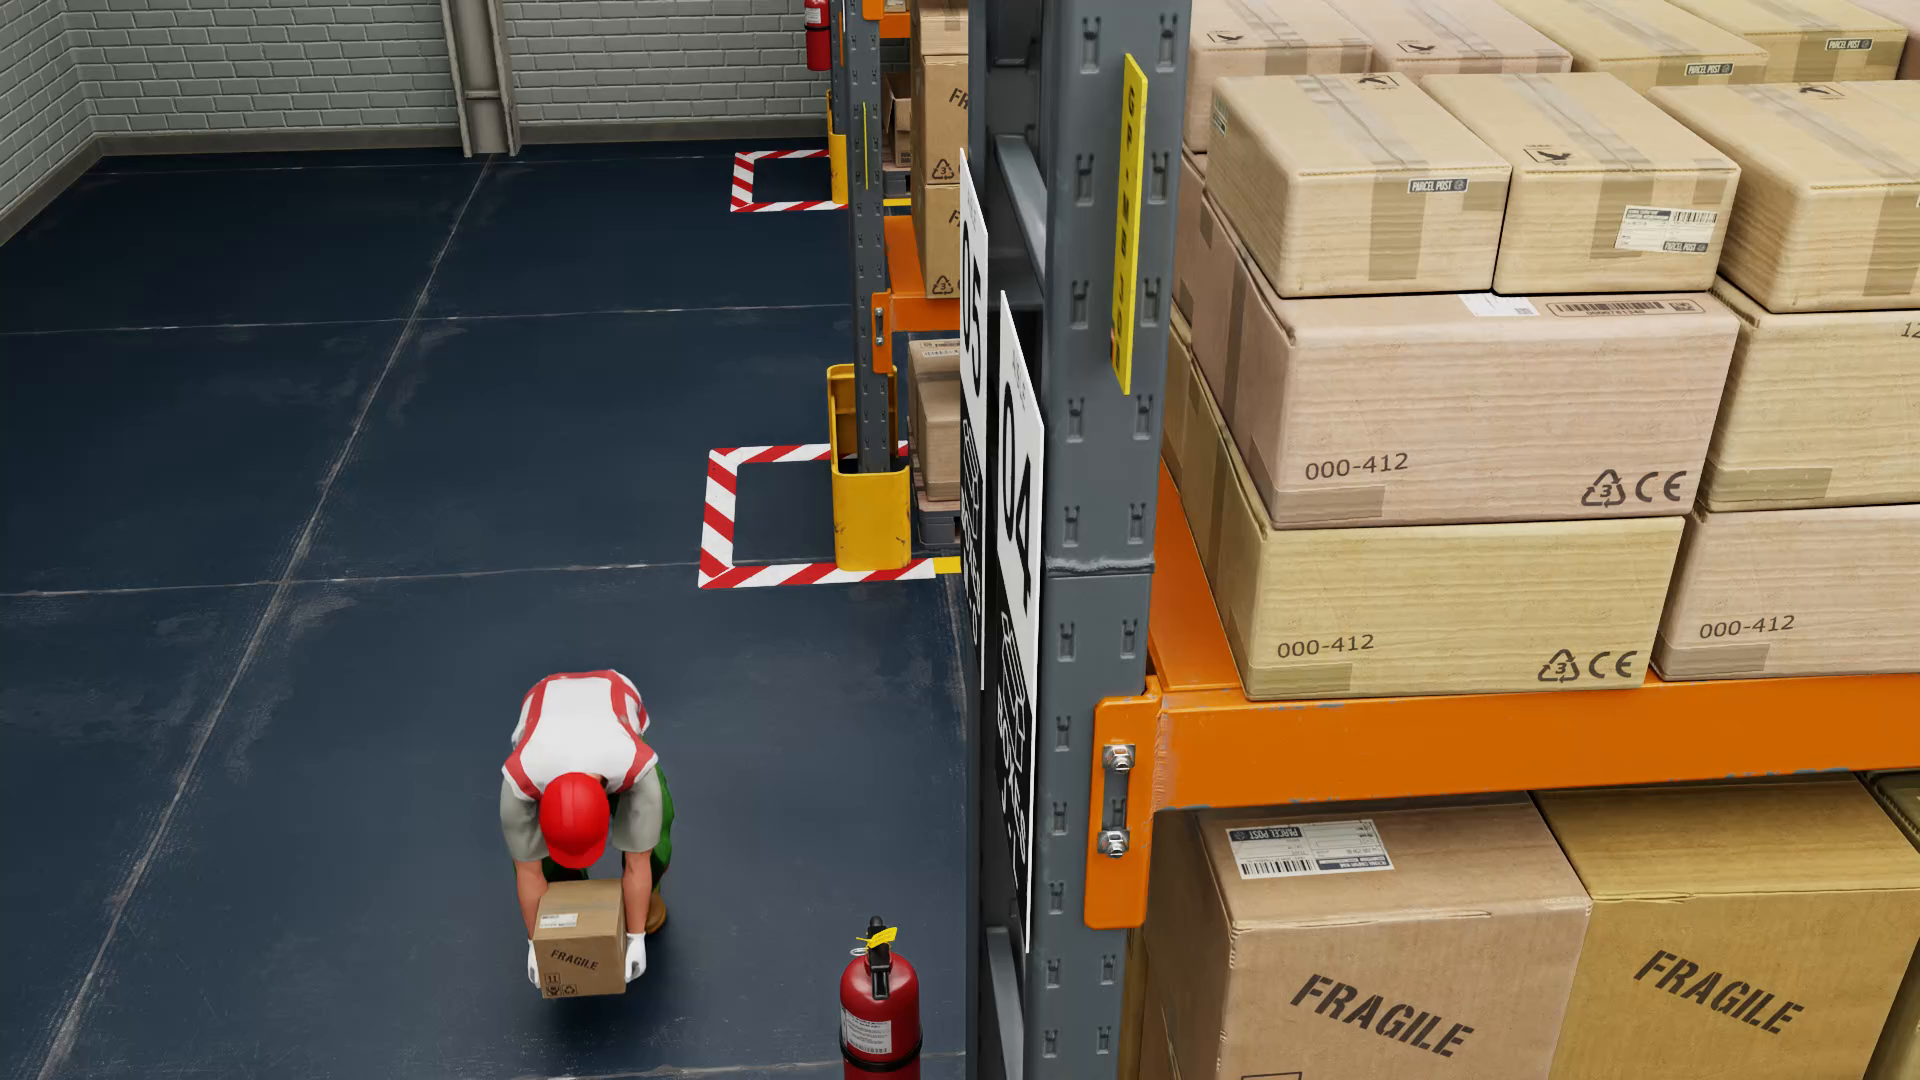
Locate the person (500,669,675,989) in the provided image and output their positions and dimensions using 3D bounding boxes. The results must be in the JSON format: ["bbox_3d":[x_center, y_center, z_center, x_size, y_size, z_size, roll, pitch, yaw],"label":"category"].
[{"bbox_3d":[-1.186,0.934,5.328,0.535,0.987,0.950,-4,31,-7],"label":"person"}]
